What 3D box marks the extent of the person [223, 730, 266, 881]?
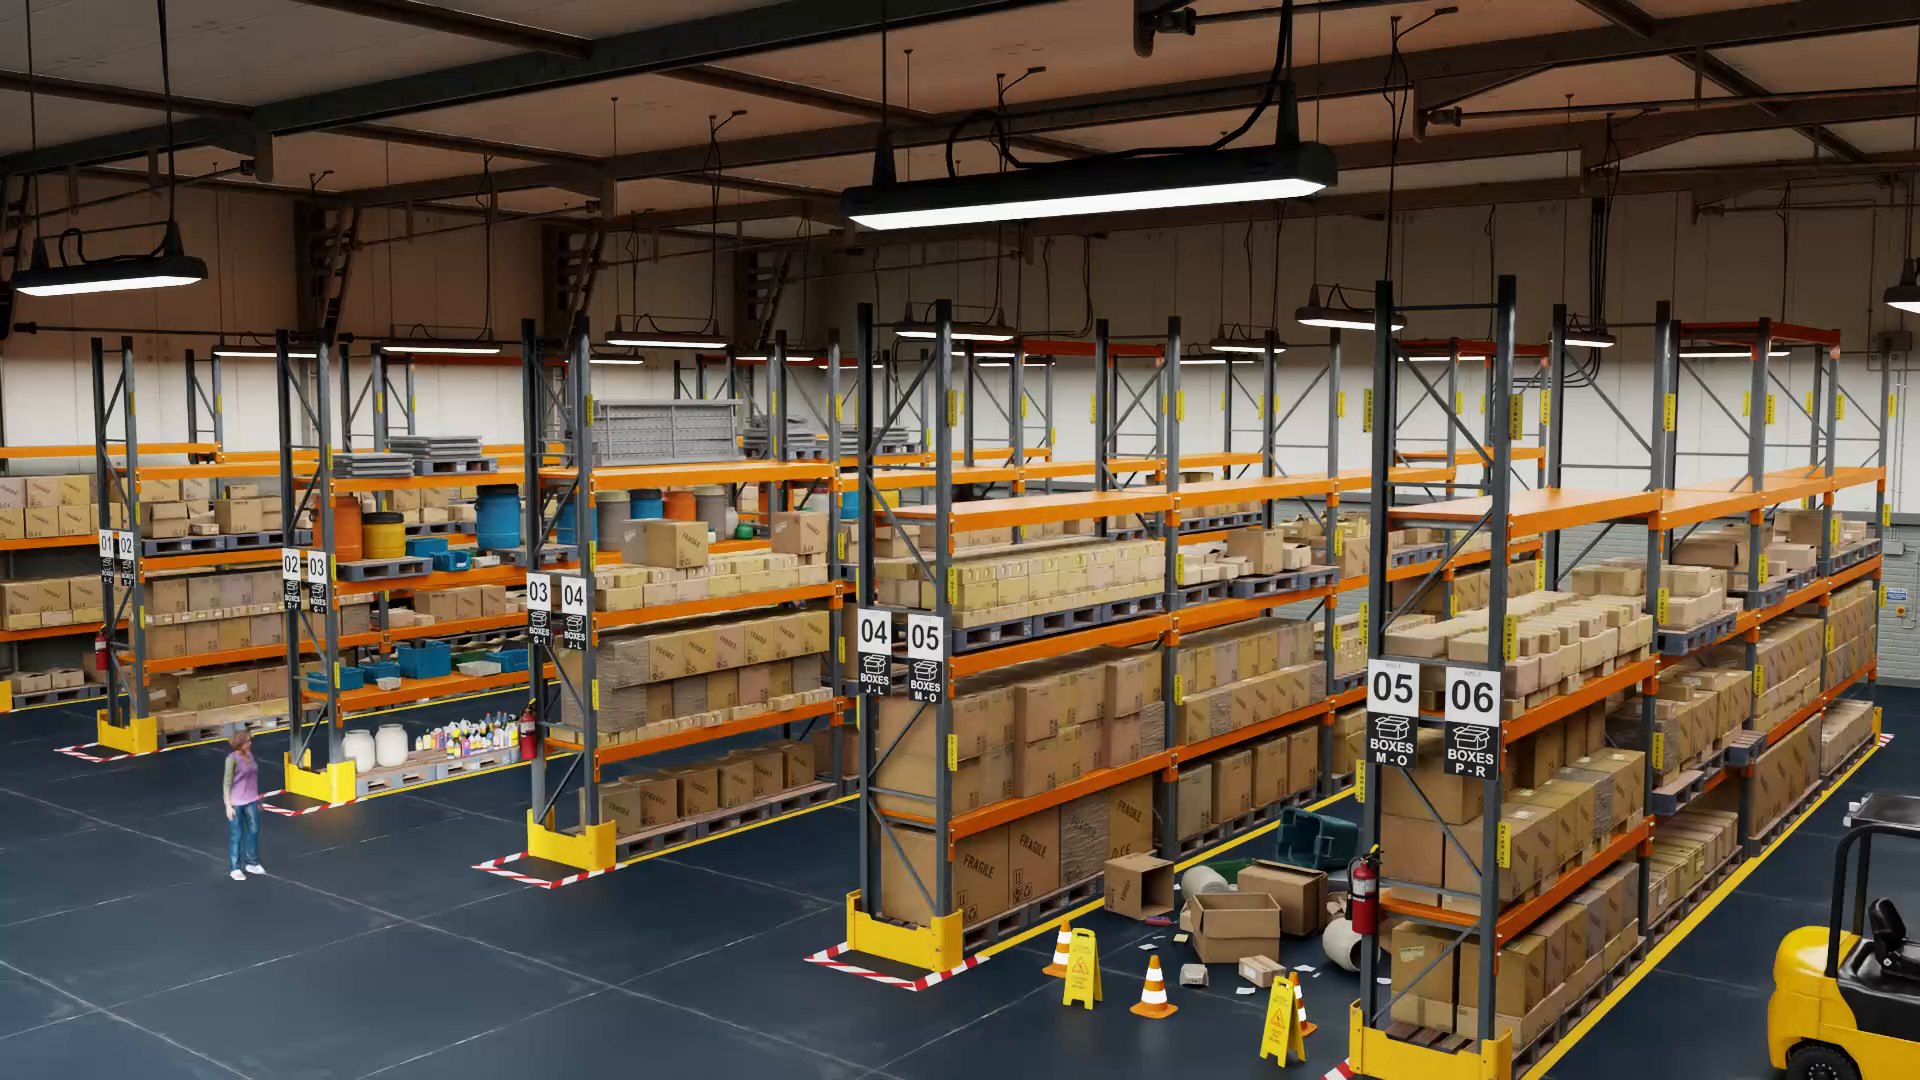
[{"bbox_3d":[-7.707,2.868,17.837,0.332,1.625,0.506,2,5,19],"label":"person"}]
